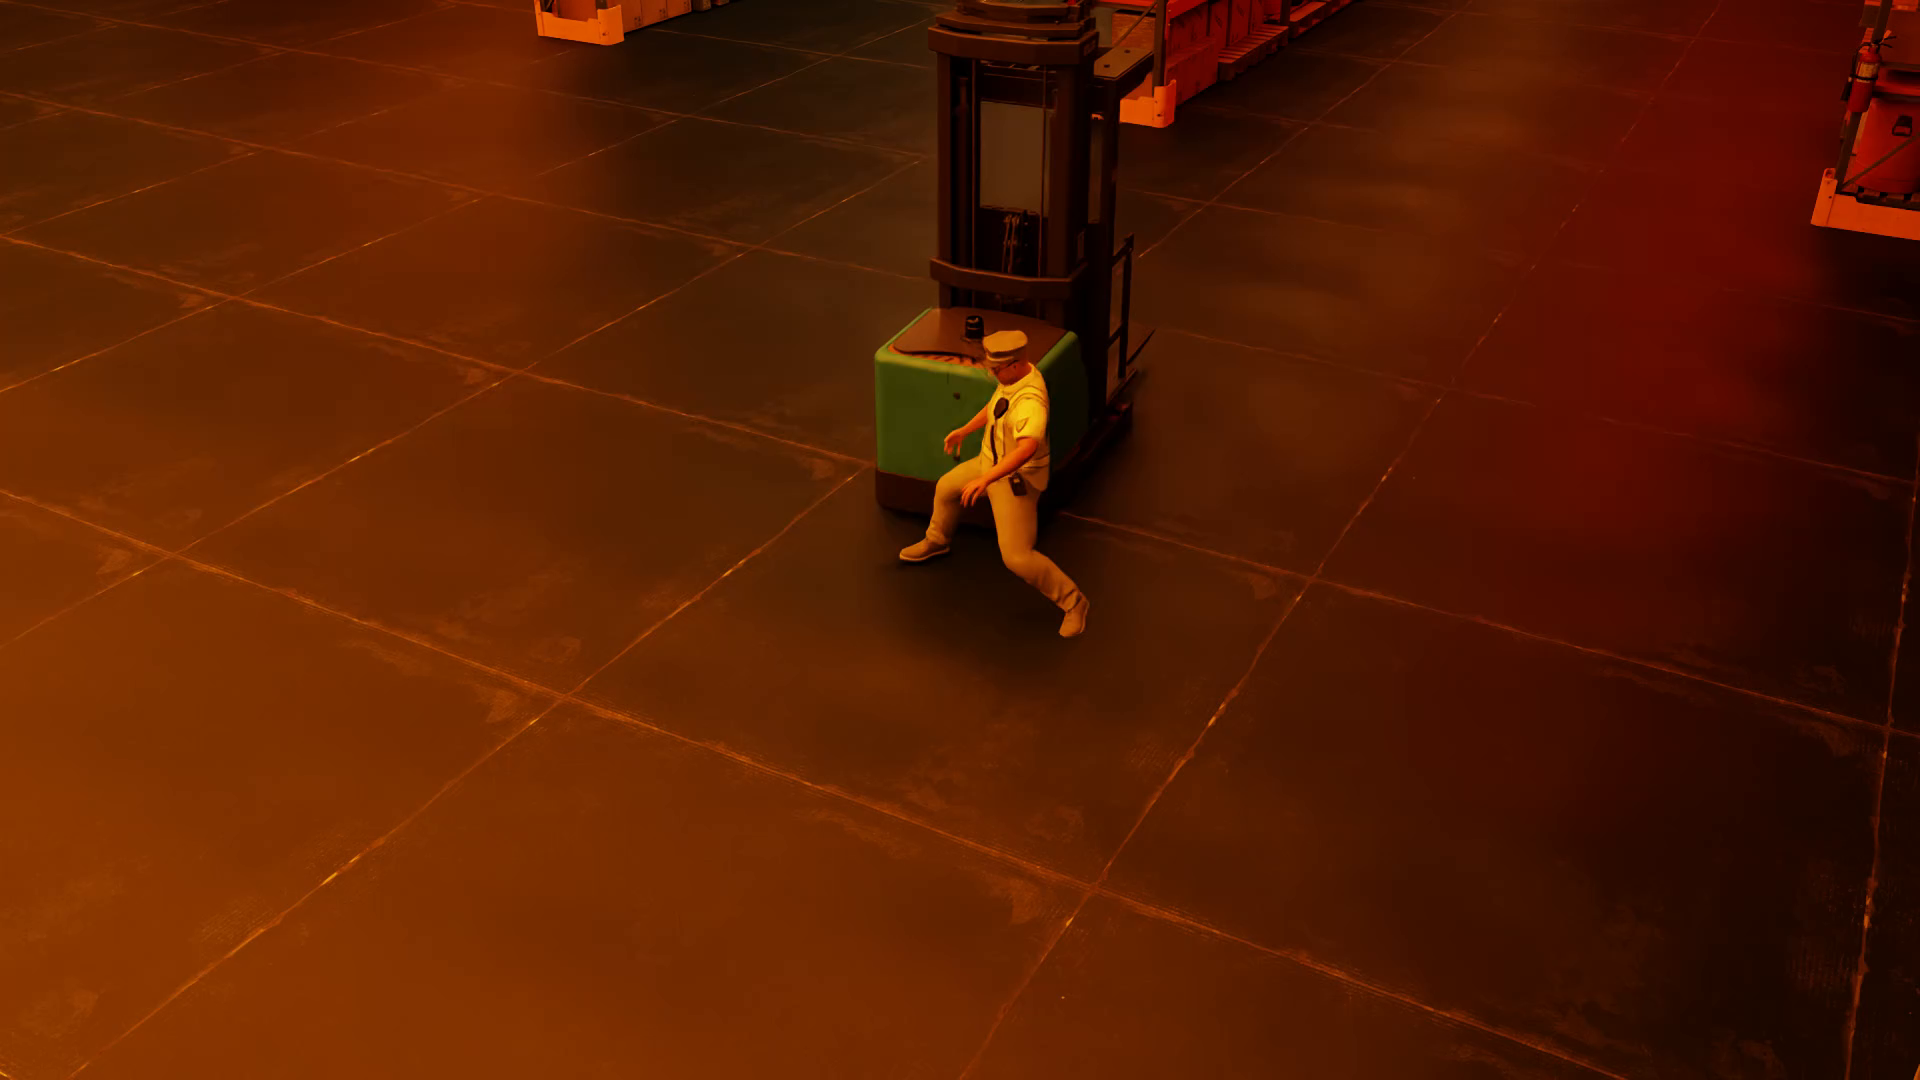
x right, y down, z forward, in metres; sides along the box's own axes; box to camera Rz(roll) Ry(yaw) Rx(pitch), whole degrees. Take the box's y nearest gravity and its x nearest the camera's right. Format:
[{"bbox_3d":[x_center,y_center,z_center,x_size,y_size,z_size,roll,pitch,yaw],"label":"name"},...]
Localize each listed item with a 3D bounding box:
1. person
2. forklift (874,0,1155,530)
[{"bbox_3d":[0.188,-0.362,9.110,0.964,1.599,1.069,-5,30,-8],"label":"person"},{"bbox_3d":[0.529,-2.024,10.577,1.130,2.935,3.031,12,32,20],"label":"forklift"}]
